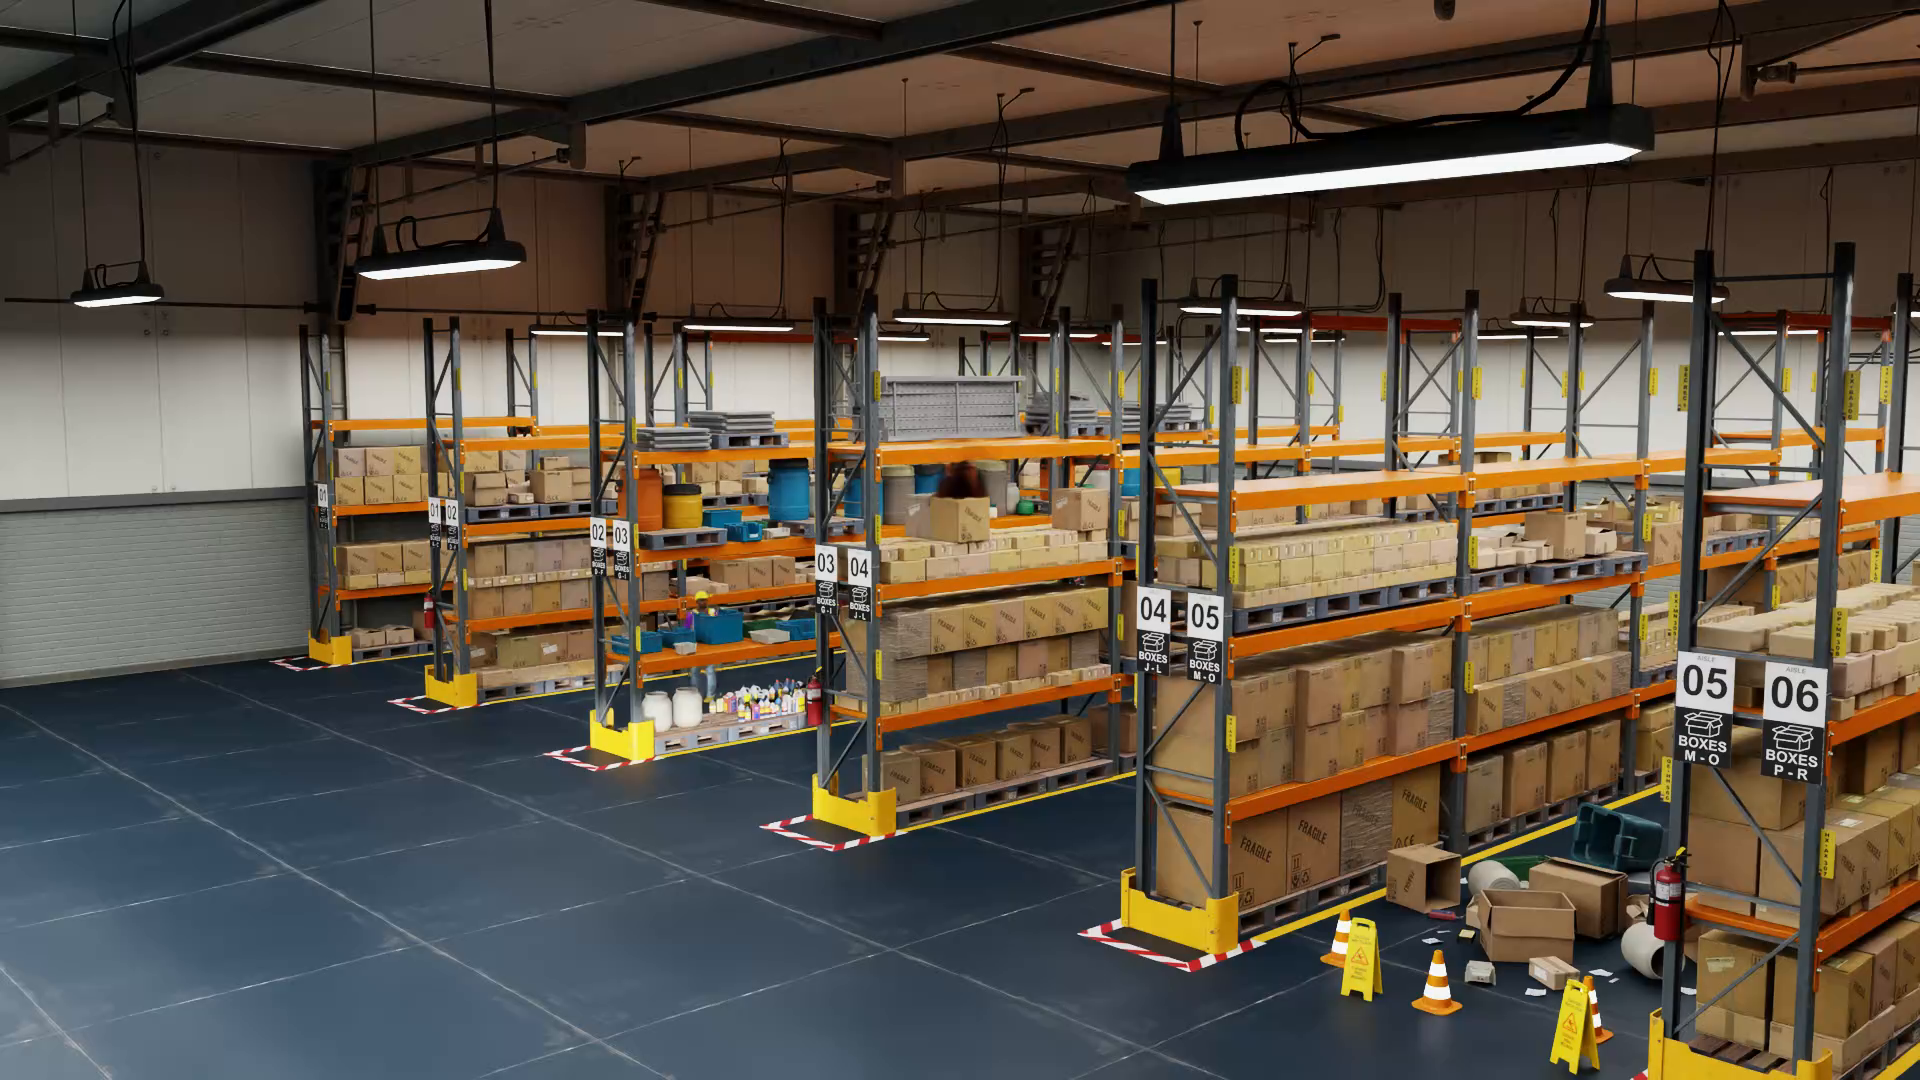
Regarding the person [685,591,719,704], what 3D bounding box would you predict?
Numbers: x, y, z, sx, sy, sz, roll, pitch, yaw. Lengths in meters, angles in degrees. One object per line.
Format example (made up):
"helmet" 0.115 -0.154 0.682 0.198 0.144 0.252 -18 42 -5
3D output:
"person" -3.989 1.681 25.969 0.621 1.781 0.454 1 6 11
